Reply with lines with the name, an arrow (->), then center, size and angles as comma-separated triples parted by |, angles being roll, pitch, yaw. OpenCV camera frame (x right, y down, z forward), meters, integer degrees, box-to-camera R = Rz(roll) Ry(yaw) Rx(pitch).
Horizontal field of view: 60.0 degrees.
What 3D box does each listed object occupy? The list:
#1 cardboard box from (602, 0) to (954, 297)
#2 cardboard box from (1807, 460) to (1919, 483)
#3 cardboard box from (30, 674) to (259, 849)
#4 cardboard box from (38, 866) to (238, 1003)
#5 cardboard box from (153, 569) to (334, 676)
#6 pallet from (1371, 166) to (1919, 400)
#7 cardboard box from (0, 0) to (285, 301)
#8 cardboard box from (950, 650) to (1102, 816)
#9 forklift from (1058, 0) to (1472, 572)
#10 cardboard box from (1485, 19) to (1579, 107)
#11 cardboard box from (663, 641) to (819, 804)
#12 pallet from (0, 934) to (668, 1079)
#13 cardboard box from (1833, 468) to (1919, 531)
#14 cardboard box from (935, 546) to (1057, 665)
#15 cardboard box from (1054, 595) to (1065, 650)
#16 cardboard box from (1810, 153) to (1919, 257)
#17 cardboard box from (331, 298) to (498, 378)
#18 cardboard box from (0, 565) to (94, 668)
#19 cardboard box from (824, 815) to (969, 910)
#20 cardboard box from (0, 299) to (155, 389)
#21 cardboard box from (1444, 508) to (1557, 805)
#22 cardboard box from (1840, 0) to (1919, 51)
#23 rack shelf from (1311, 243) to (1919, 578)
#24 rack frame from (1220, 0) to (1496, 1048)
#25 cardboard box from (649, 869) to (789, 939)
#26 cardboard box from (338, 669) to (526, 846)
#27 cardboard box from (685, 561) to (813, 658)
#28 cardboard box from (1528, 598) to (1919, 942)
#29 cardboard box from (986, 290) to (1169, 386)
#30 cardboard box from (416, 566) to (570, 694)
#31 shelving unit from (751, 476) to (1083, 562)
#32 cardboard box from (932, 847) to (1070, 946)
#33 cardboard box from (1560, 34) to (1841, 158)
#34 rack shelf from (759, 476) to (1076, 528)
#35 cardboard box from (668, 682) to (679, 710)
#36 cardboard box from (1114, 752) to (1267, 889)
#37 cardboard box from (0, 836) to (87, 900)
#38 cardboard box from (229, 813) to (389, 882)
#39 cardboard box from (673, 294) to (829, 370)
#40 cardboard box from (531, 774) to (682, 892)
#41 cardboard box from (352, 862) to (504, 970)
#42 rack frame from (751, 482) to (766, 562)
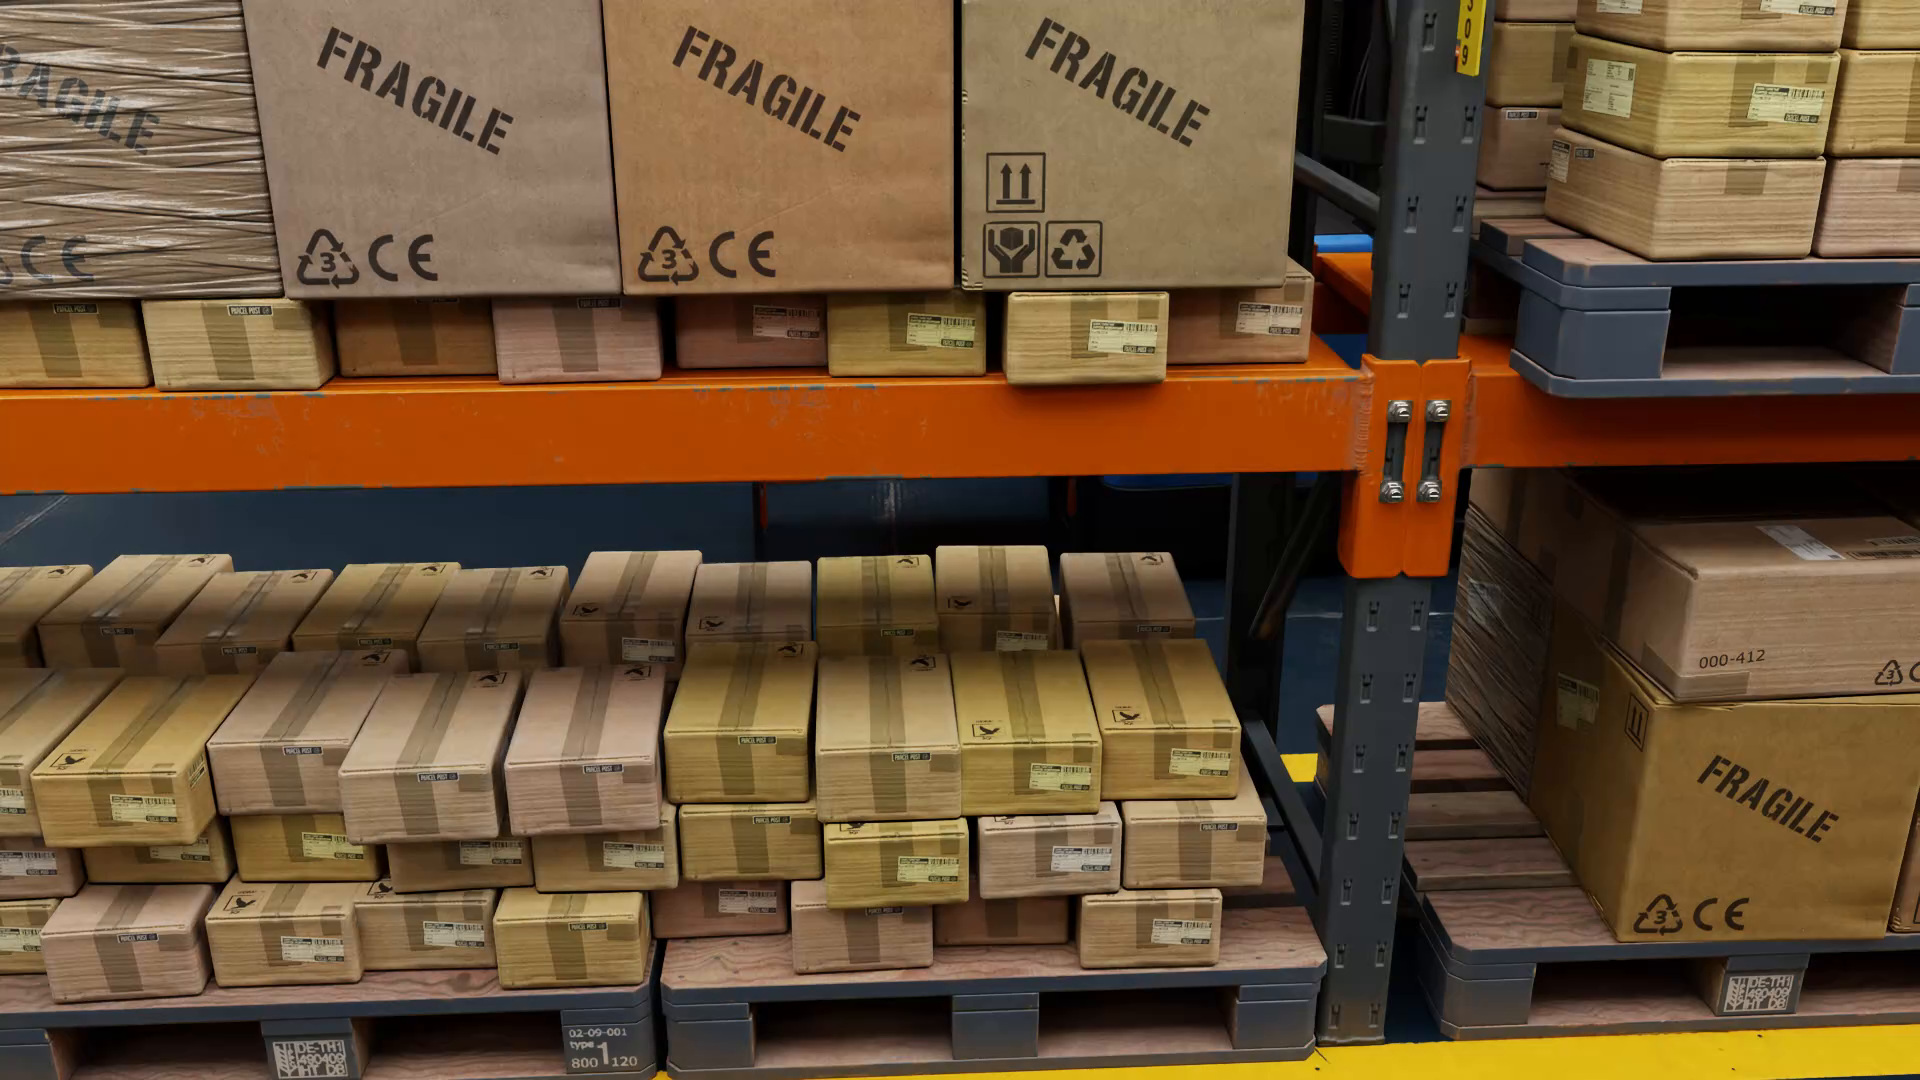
cardboard box -> -0.279, -0.694, 2.669 | 0.500, 0.500, 0.500 | -2, 21, -5
cardboard box -> 1.949, -0.118, 3.583 | 0.500, 0.250, 0.500 | 0, 21, 0
cardboard box -> -1.432, 0.387, 2.969 | 0.250, 0.149, 0.380 | -1, 21, -2
cardboard box -> -1.477, 0.671, 3.060 | 0.250, 0.149, 0.380 | -2, 21, -6
cardboard box -> -1.471, 0.201, 3.457 | 0.250, 0.149, 0.380 | -2, 21, -5
pallet -> 1.478, -0.503, 2.995 | 1.213, 0.211, 1.003 | -1, 21, -3
cardboard box -> -1.292, -0.682, 2.637 | 0.500, 0.500, 0.500 | -2, 21, -4
cardboard box -> 0.113, 0.349, 3.070 | 0.250, 0.149, 0.380 | -1, 21, -2
forklift -> 1.872, -1.494, 5.425 | 3.031, 2.935, 1.130 | -3, 21, -8
cardboard box -> 1.092, -0.924, 3.178 | 0.250, 0.149, 0.380 | -1, 21, -1
cardboard box -> -0.399, 0.334, 3.109 | 0.250, 0.149, 0.380 | 0, 21, -1
pallet -> -1.183, 0.727, 3.415 | 1.213, 0.211, 1.003 | -1, 21, -3
cardboard box -> 1.991, 0.060, 3.116 | 0.500, 0.250, 0.500 | -1, 21, -2
cardboard box -> 0.072, 0.148, 3.598 | 0.250, 0.149, 0.380 | 0, 21, 0
cardboard box -> 0.326, 0.262, 3.715 | 0.250, 0.149, 0.380 | 0, 21, -1
cardboard box -> 1.402, -0.560, 2.638 | 0.250, 0.149, 0.380 | -1, 21, -2
cardboard box -> -0.872, -0.395, 2.796 | 0.250, 0.149, 0.380 | -1, 21, -4
cardboard box -> -2.006, 0.192, 3.481 | 0.250, 0.149, 0.380 | -2, 21, -5
cardboard box -> -0.126, 0.510, 3.065 | 0.250, 0.149, 0.380 | -2, 21, -5
cardboard box -> -1.391, -0.370, 2.729 | 0.250, 0.149, 0.380 | 0, 21, -1
cardboard box -> 1.431, 0.239, 3.700 | 0.500, 0.500, 0.500 | -2, 21, -4
cardboard box -> 1.404, -0.838, 2.532 | 0.250, 0.149, 0.380 | -1, 21, -2
rack shelf -> 2.703, -0.333, 3.290 | 4.000, 0.370, 1.077 | -1, 21, -3
rack frame -> 0.706, -0.628, 3.056 | 0.127, 3.000, 1.000 | -1, 21, -3
cardboard box -> -0.460, 0.603, 3.239 | 0.250, 0.149, 0.380 | -2, 21, -4
cardboard box -> -0.932, 0.382, 2.982 | 0.250, 0.149, 0.380 | -2, 21, -5
cardboard box -> -0.437, 0.184, 3.503 | 0.250, 0.149, 0.380 | -2, 21, -4
cardboard box -> 1.459, 0.423, 3.218 | 0.500, 0.500, 0.500 | 0, 21, -1
cardboard box -> 0.183, -0.378, 2.751 | 0.250, 0.149, 0.380 | -2, 21, -4
cardboard box -> -0.963, 0.195, 3.474 | 0.250, 0.149, 0.380 | -2, 21, -5
shelving unit -> -0.156, -0.508, 5.373 | 1.048, 1.125, 0.538 | -2, 21, -6
cardboard box -> 0.070, 0.612, 3.214 | 0.250, 0.149, 0.380 | -1, 21, -2
cardboard box -> 1.126, -0.691, 2.565 | 0.250, 0.149, 0.380 | -1, 21, -2
rack shelf -> -0.156, -0.279, 5.460 | 1.000, 0.278, 0.538 | -2, 21, -6
cardboard box -> -0.708, 0.319, 3.566 | 0.250, 0.149, 0.380 | 0, 21, -1
cardboard box -> 0.410, 0.488, 3.122 | 0.250, 0.149, 0.380 | -1, 21, -2
cardboard box -> -1.712, 0.503, 3.083 | 0.250, 0.149, 0.380 | -2, 21, -6
cardboard box -> -1.173, 0.481, 3.141 | 0.250, 0.149, 0.380 | 0, 21, -1
cardboard box -> -0.348, -0.413, 2.843 | 0.250, 0.149, 0.380 | -2, 21, -5
cardboard box -> -0.635, 0.492, 3.111 | 0.250, 0.149, 0.380 | -1, 21, -2
cardboard box -> -0.963, 0.639, 3.143 | 0.250, 0.149, 0.380 | -1, 21, -2
rack frame -> -0.661, -0.488, 5.321 | 0.032, 1.125, 0.500 | -2, 21, -6
